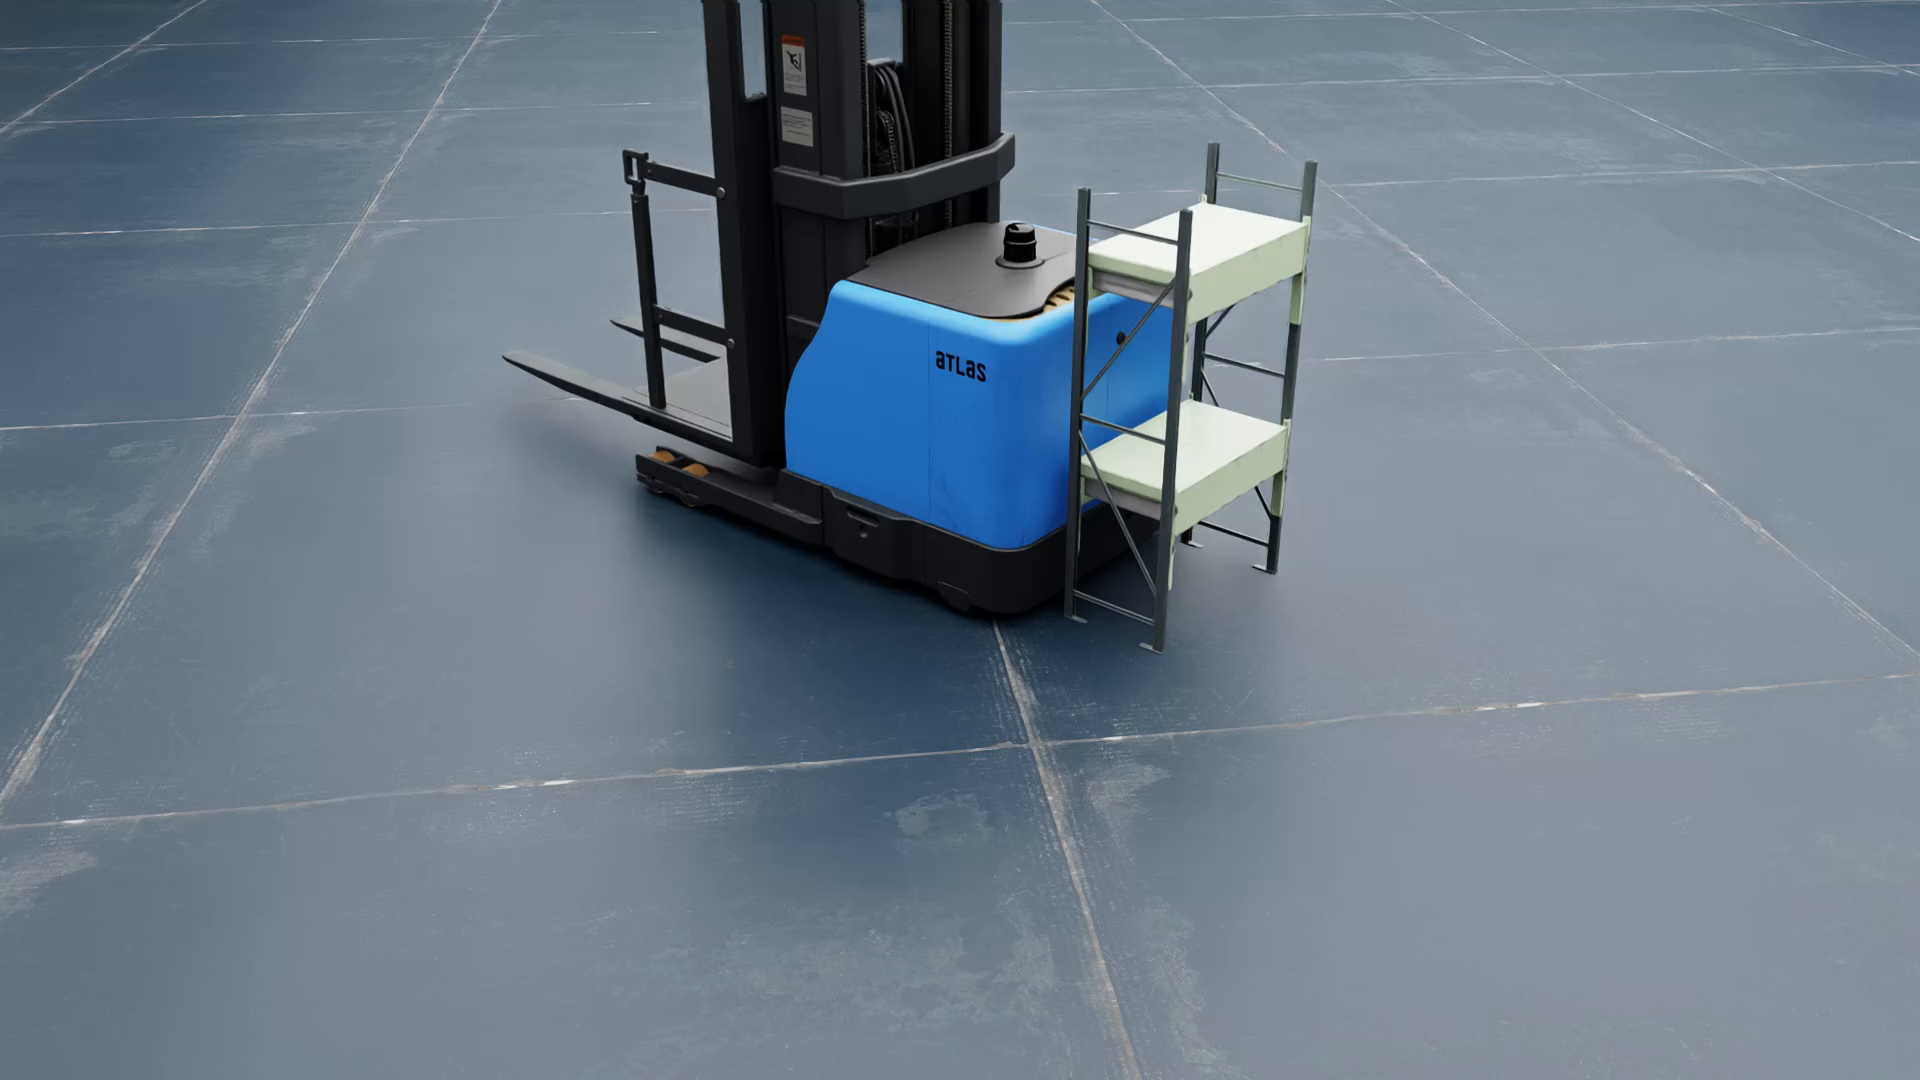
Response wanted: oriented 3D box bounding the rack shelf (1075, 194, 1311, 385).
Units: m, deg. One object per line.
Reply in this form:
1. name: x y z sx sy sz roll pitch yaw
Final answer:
1. rack shelf: 0.753 -0.822 5.354 0.431 0.370 0.720 21 34 35

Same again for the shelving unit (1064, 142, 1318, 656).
1. shelving unit: 0.753 -0.475 5.532 0.431 1.500 0.755 21 34 35

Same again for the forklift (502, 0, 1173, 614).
1. forklift: -0.653 -1.597 6.152 3.031 2.935 1.130 21 34 35

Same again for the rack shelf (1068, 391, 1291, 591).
1. rack shelf: 0.753 -0.185 5.681 0.431 0.370 0.720 21 34 35

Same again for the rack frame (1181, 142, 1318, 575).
1. rack frame: 0.988 -0.603 5.782 0.400 1.500 0.023 21 34 35

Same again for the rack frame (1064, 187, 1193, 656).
1. rack frame: 0.518 -0.347 5.282 0.400 1.500 0.023 21 34 35
